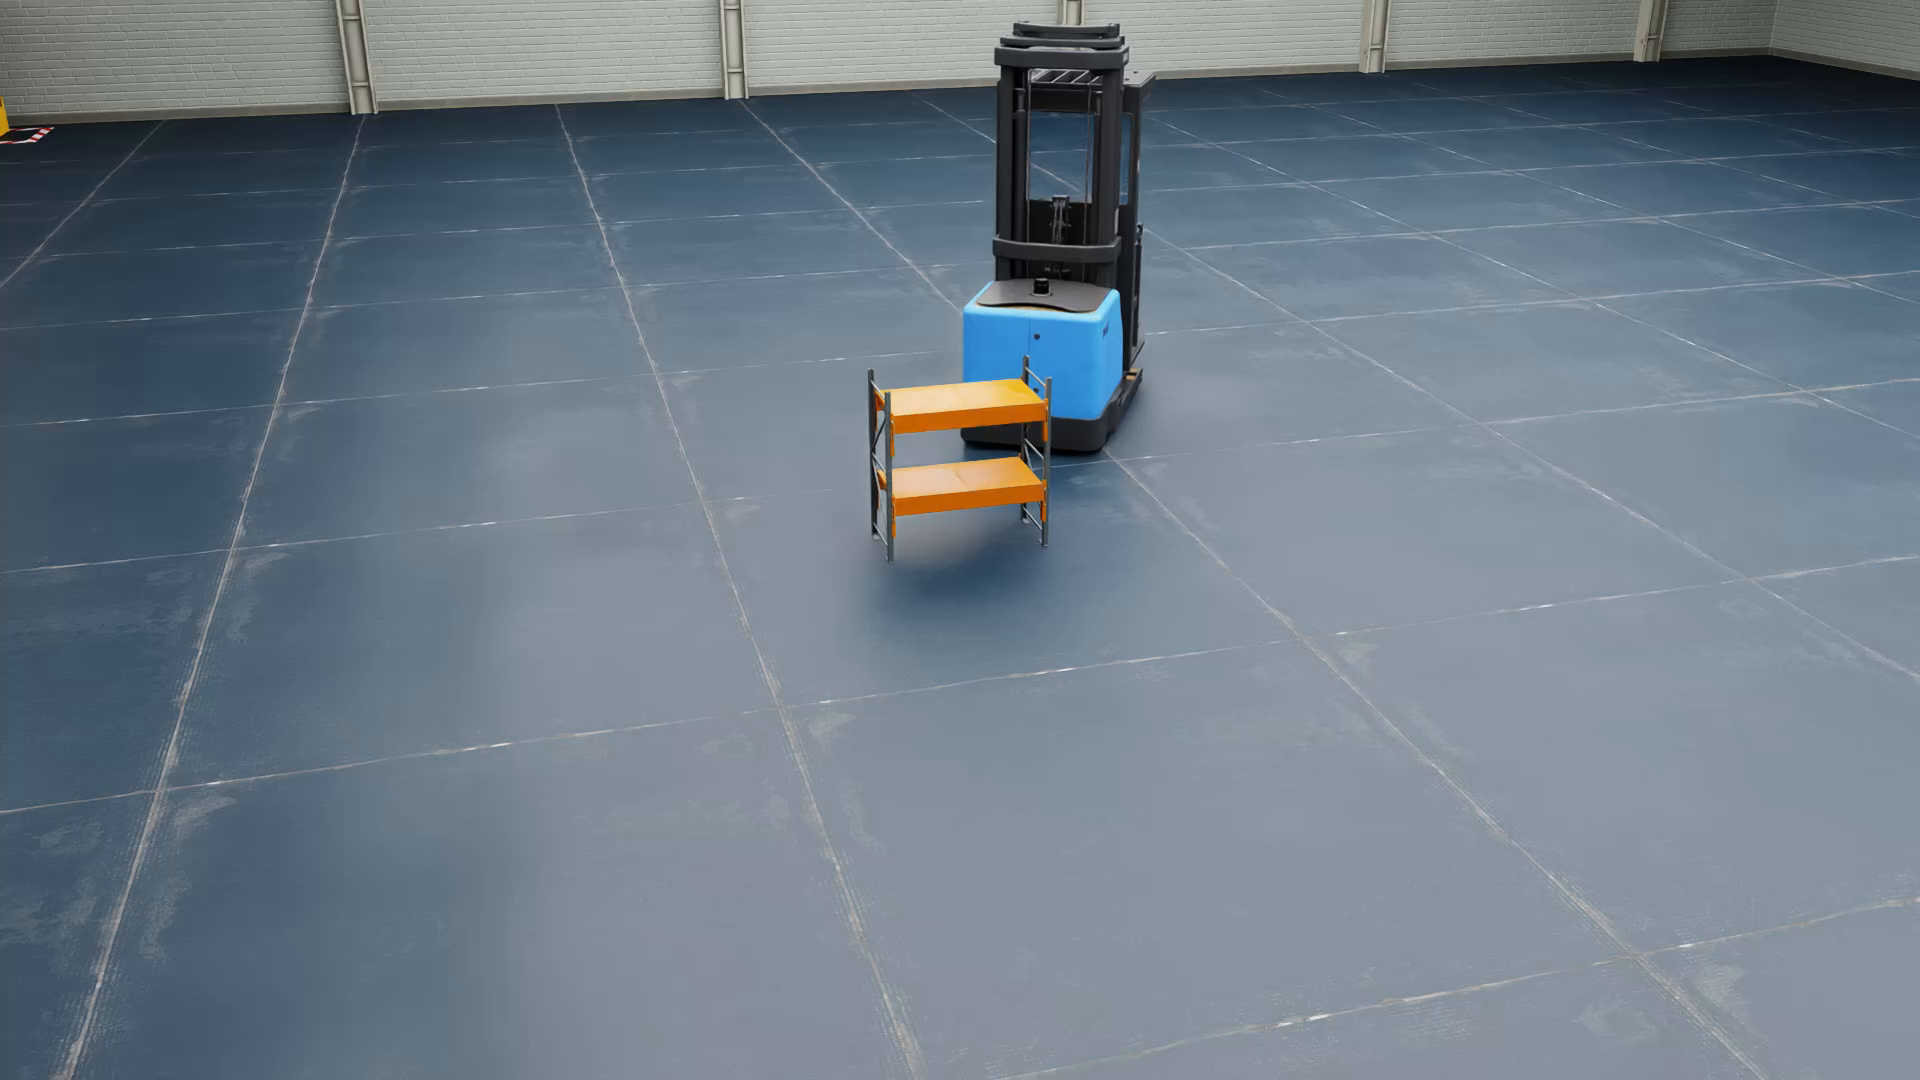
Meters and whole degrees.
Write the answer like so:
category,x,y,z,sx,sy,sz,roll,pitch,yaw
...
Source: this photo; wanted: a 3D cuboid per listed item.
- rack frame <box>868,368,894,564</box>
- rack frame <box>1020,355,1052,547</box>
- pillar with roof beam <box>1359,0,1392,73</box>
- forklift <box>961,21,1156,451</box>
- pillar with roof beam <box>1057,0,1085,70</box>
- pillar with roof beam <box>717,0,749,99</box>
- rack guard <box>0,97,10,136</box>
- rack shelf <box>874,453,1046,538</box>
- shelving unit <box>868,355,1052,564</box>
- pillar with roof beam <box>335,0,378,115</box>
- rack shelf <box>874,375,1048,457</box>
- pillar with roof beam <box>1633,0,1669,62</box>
category,x,y,z,sx,sy,sz,roll,pitch,yaw
rack frame,-0.496,-0.462,10.400,0.032,1.125,0.500,-6,24,-14
rack frame,0.483,-0.570,10.653,0.032,1.125,0.500,-6,24,-14
pillar with roof beam,8.899,-11.312,25.700,0.400,9.000,9.100,-6,24,-14
forklift,0.877,-2.546,12.966,1.130,2.935,3.031,6,24,14
pillar with roof beam,3.122,-10.673,24.211,0.400,9.000,9.100,-6,24,-14
pillar with roof beam,-2.655,-10.034,22.722,0.400,9.000,9.100,-6,24,-14
rack guard,-14.435,-6.219,24.609,0.348,0.500,1.175,-6,24,-14
rack shelf,-0.007,-0.292,10.623,1.000,0.278,0.538,-6,24,-14
shelving unit,-0.007,-0.516,10.527,1.048,1.125,0.538,-6,24,-14
pillar with roof beam,-8.432,-9.394,21.232,0.400,9.000,9.100,-6,24,-14
rack shelf,-0.007,-0.785,10.411,1.000,0.278,0.538,-6,24,-14
pillar with roof beam,14.676,-11.951,27.190,0.400,9.000,9.100,-6,24,-14
